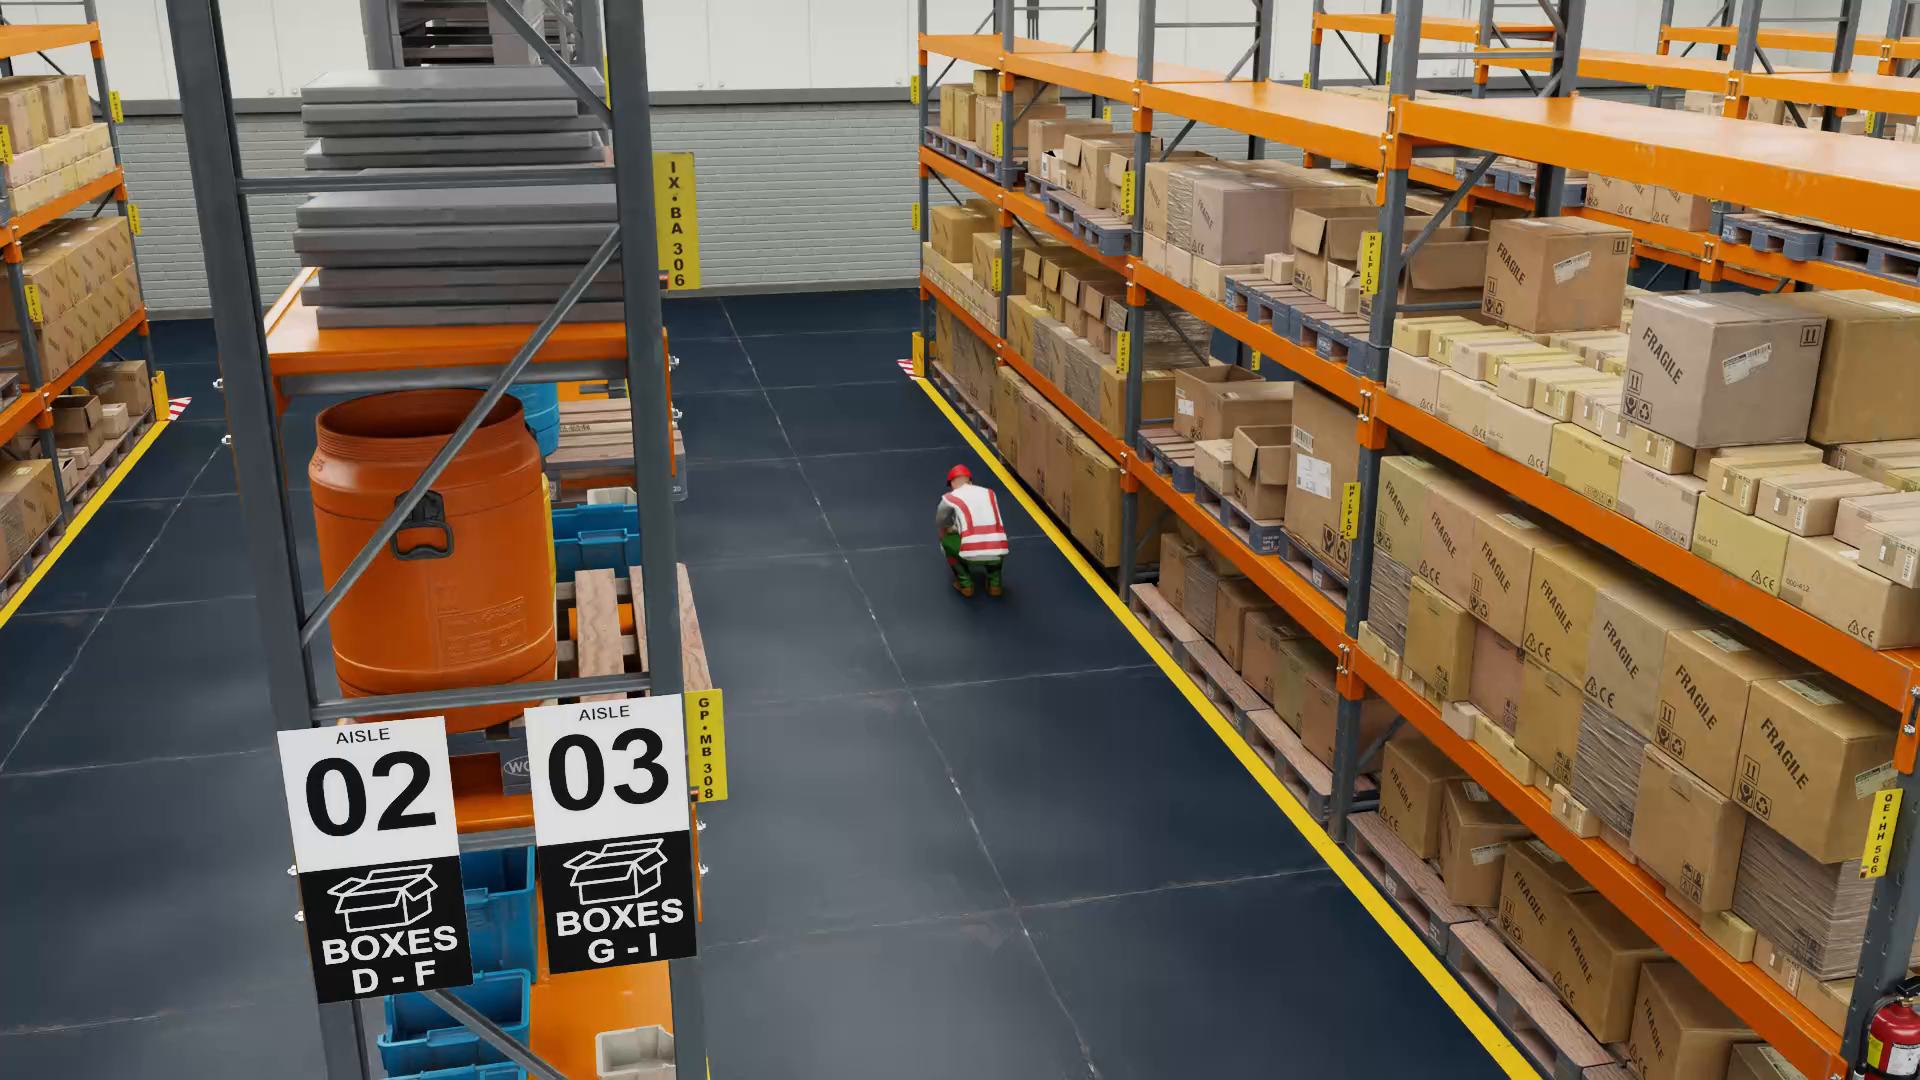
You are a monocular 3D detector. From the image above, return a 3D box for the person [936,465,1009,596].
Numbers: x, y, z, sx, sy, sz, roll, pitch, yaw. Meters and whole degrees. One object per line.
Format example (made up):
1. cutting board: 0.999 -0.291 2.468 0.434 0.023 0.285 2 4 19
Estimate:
1. person: 0.099 -0.075 13.775 0.569 0.993 0.868 -4 20 -12
